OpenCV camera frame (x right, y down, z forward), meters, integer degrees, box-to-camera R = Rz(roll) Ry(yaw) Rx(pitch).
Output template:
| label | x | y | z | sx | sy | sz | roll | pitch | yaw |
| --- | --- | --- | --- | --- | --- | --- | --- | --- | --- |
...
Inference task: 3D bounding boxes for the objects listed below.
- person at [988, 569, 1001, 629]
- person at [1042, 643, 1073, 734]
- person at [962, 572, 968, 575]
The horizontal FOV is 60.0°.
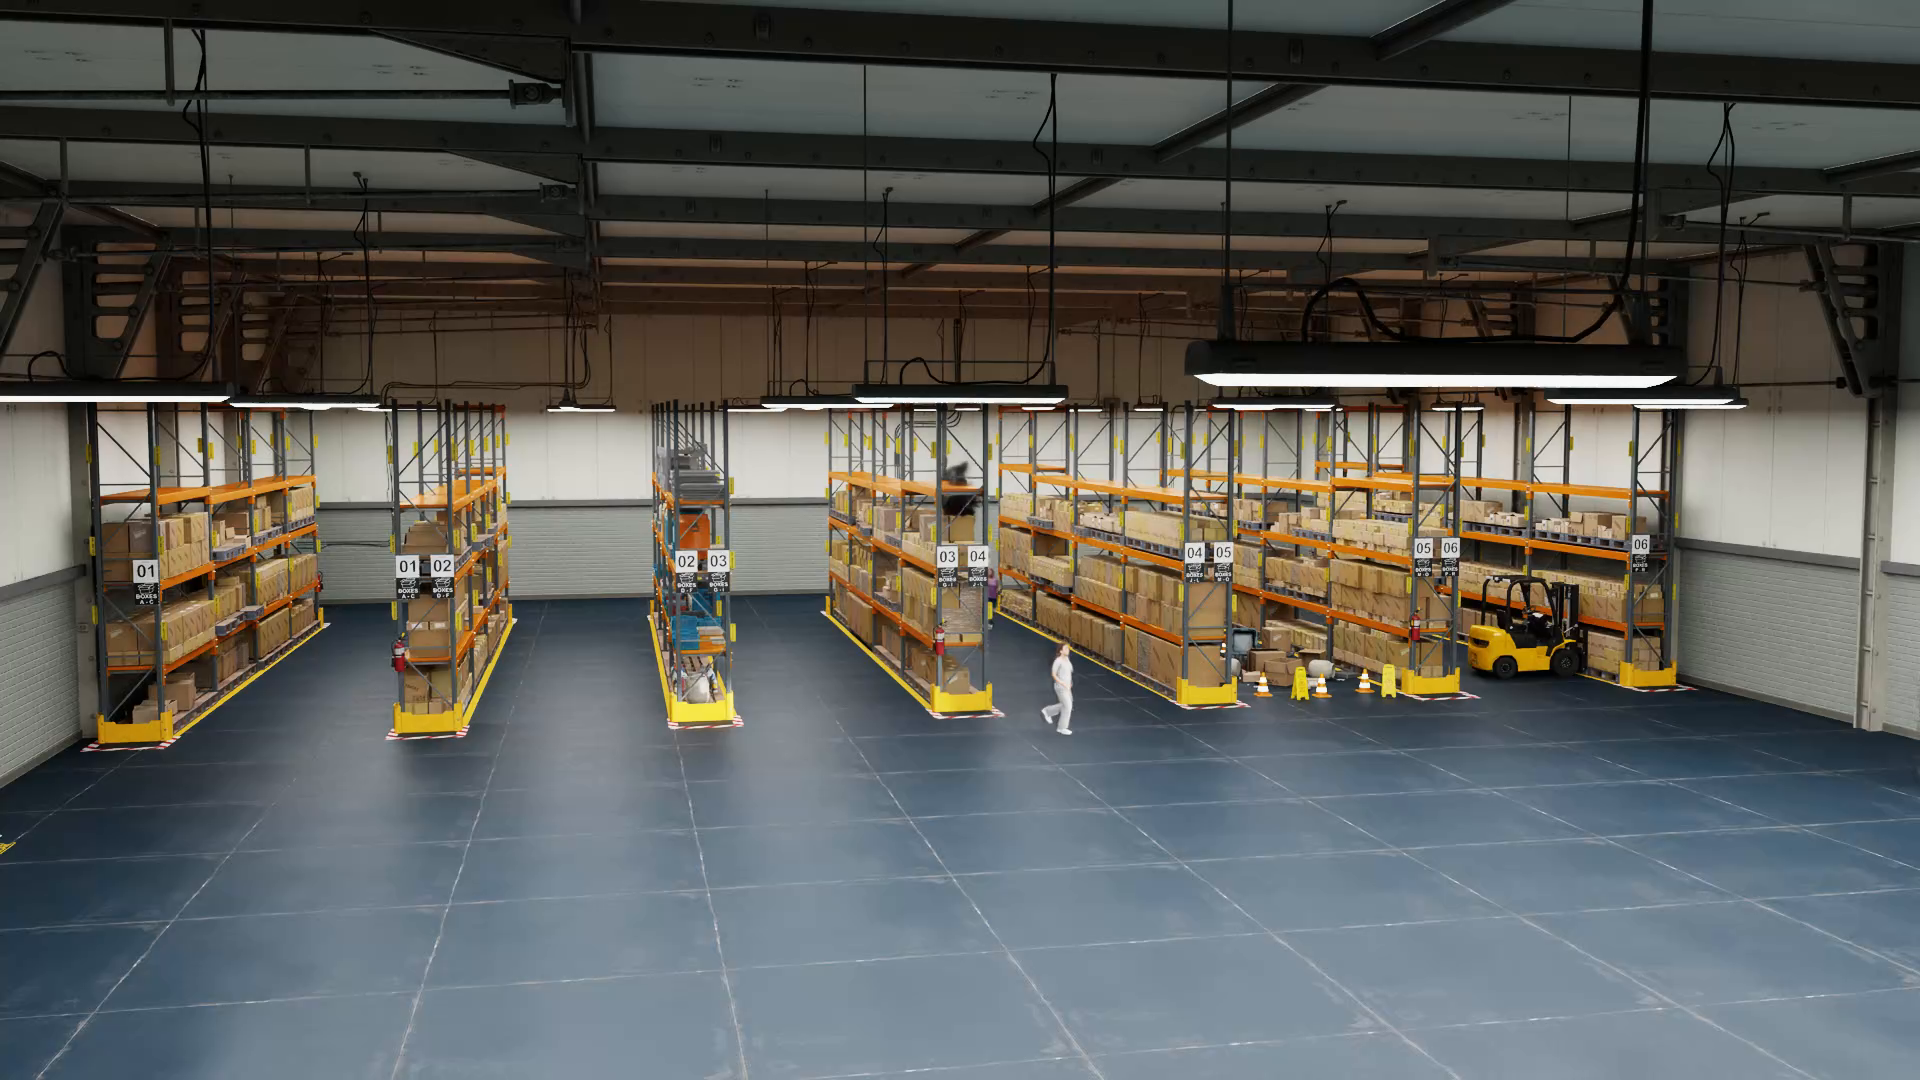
| label | x | y | z | sx | sy | sz | roll | pitch | yaw |
| --- | --- | --- | --- | --- | --- | --- | --- | --- | --- |
| person | 0.838 | 1.556 | 44.555 | 0.536 | 1.602 | 0.819 | -1 | 4 | -9 |
| person | 1.757 | 2.655 | 29.963 | 0.638 | 1.653 | 0.572 | 3 | 5 | 31 |
| person | -0.129 | 1.211 | 48.327 | 0.764 | 1.749 | 0.868 | 2 | 5 | 26 |
